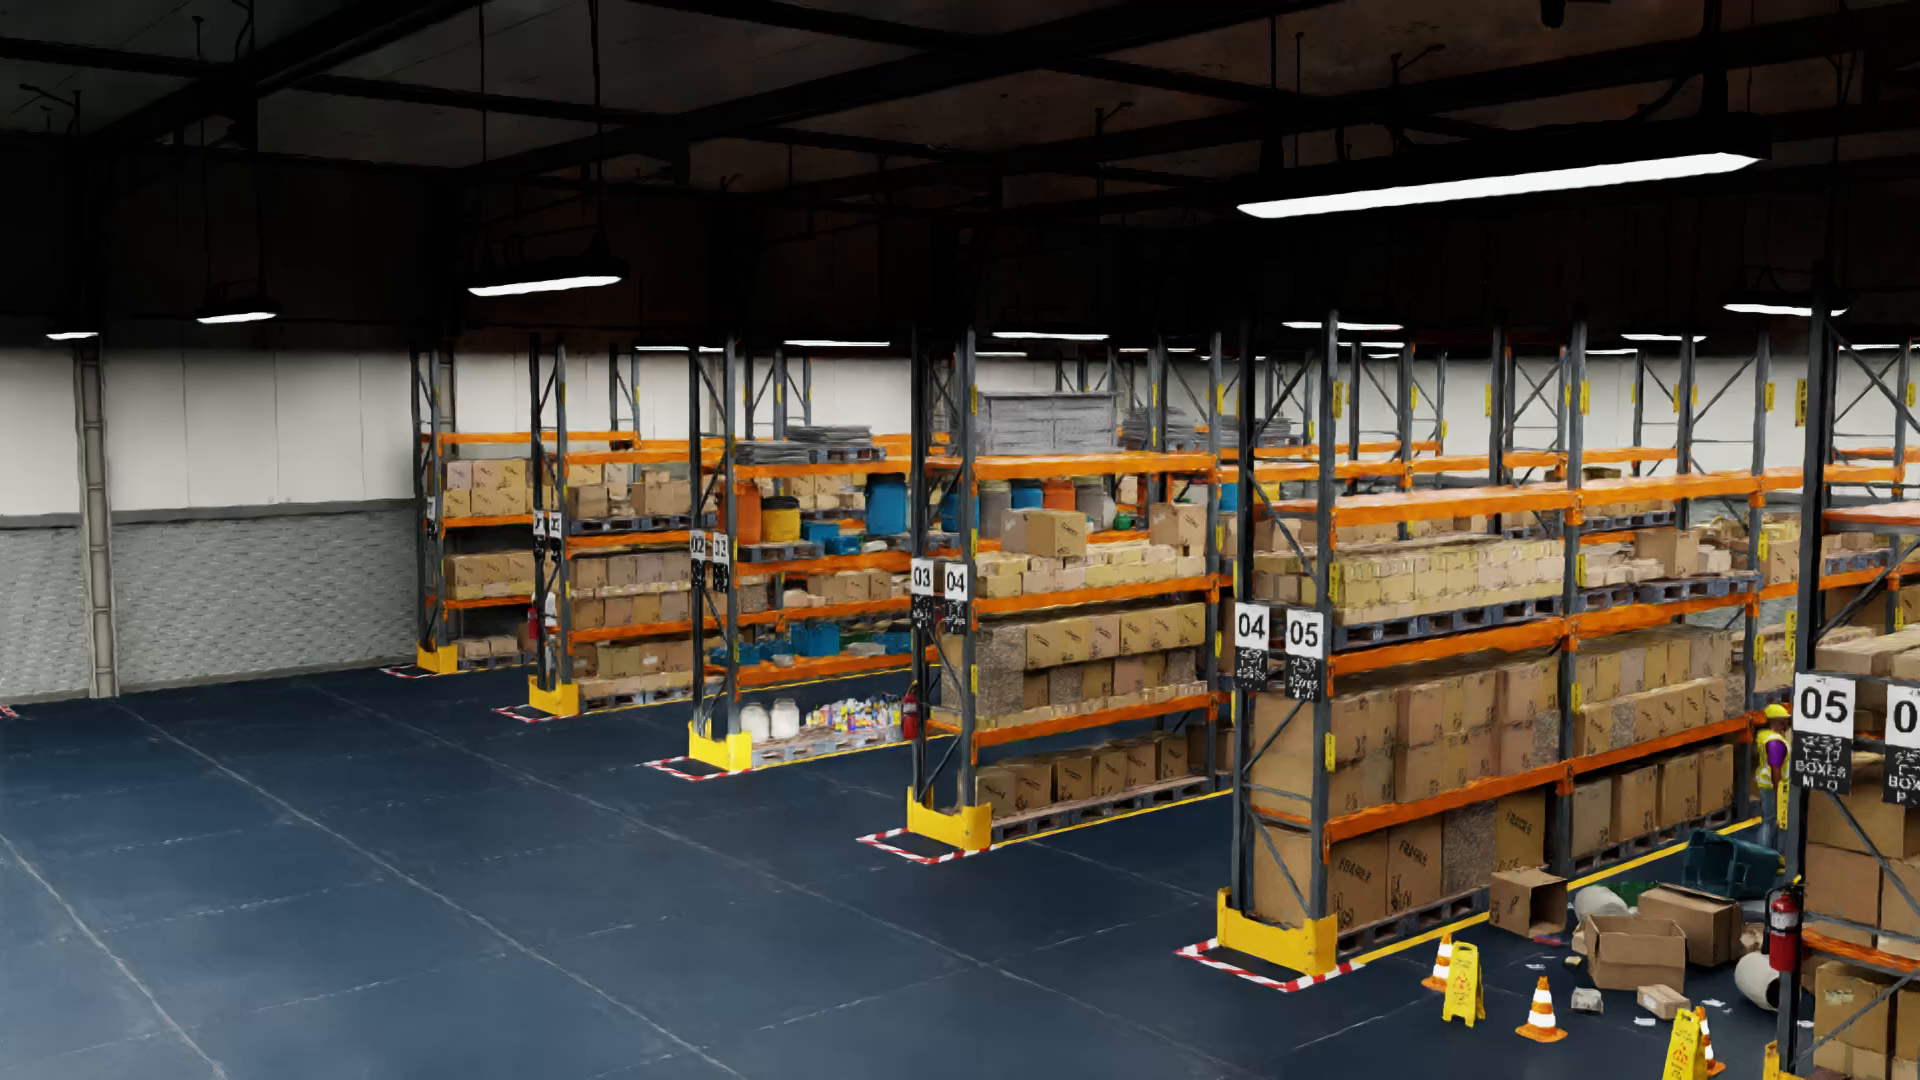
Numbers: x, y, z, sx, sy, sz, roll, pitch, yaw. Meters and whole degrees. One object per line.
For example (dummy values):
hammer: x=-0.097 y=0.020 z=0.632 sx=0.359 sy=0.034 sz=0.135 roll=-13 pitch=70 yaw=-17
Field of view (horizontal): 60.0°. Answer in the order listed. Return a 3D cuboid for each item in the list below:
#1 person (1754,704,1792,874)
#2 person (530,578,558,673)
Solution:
person: x=8.716 y=2.634 z=17.719 sx=0.452 sy=1.759 sz=0.624 roll=2 pitch=6 yaw=19
person: x=-7.462 y=1.539 z=29.766 sx=0.626 sy=1.749 sz=0.995 roll=2 pitch=6 yaw=25
